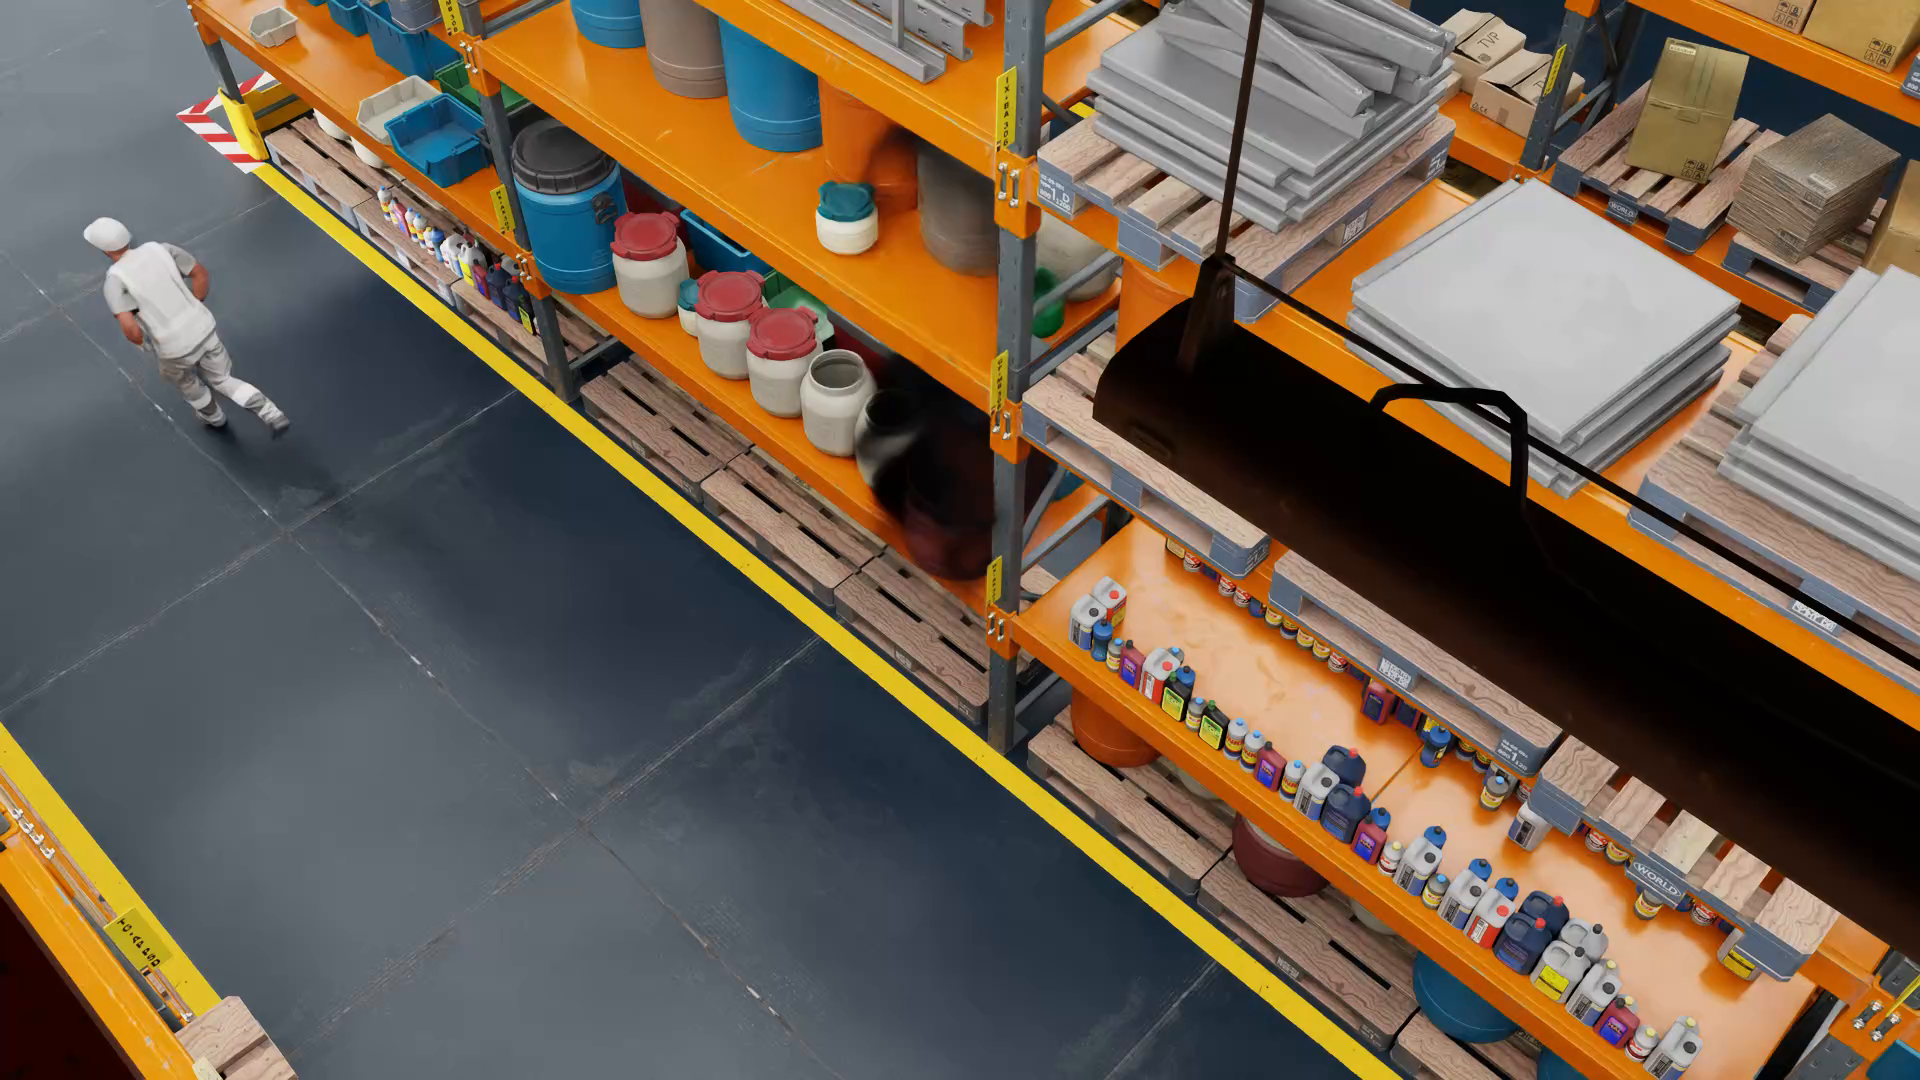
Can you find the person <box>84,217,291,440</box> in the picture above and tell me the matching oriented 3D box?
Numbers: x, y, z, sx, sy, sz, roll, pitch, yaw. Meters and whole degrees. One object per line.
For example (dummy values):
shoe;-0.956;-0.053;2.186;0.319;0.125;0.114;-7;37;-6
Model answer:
person;-4.726;-1.191;10.299;1.013;1.729;0.675;18;52;15
